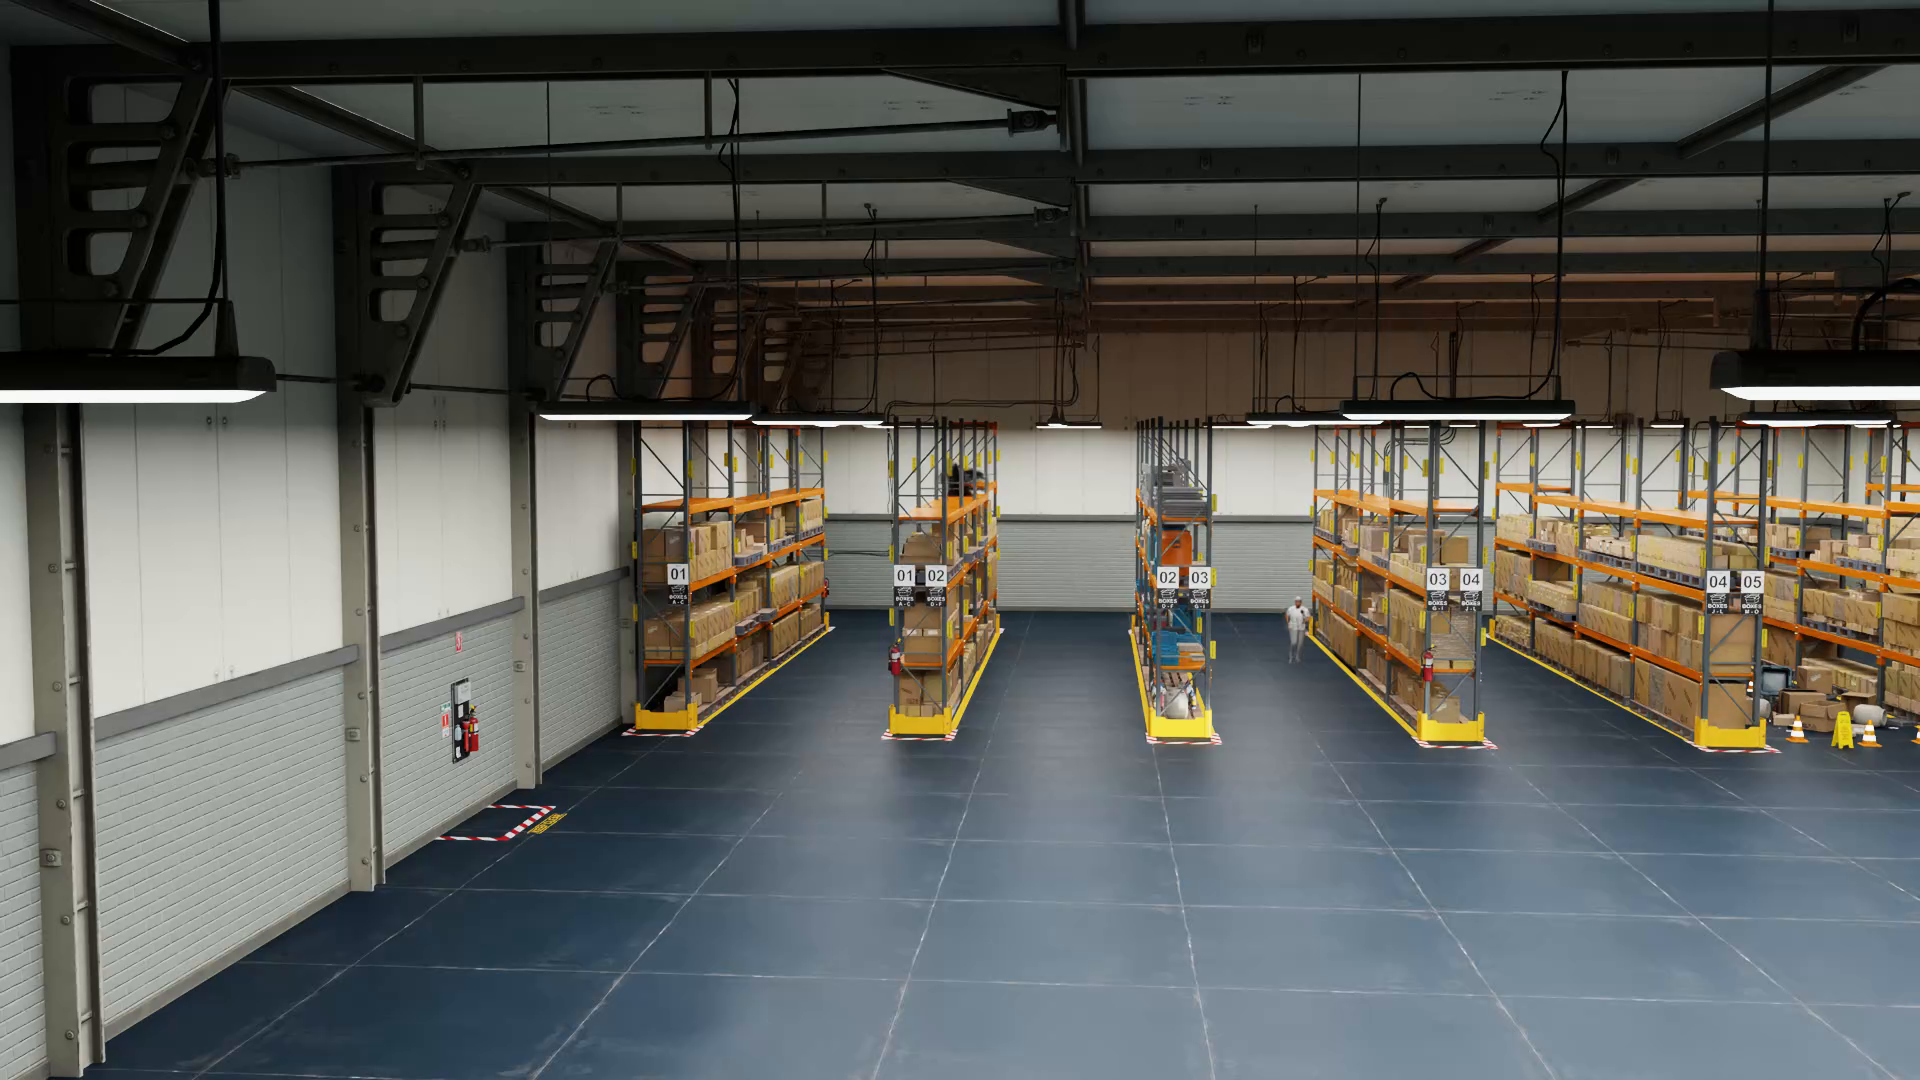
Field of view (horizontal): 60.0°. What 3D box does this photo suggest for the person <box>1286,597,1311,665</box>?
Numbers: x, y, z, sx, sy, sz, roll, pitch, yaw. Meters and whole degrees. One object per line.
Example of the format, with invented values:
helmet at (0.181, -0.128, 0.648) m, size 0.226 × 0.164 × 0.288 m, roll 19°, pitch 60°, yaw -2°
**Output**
person at (8.327, 2.234, 40.922) m, size 0.565 × 1.702 × 0.714 m, roll 0°, pitch 4°, yaw 5°
